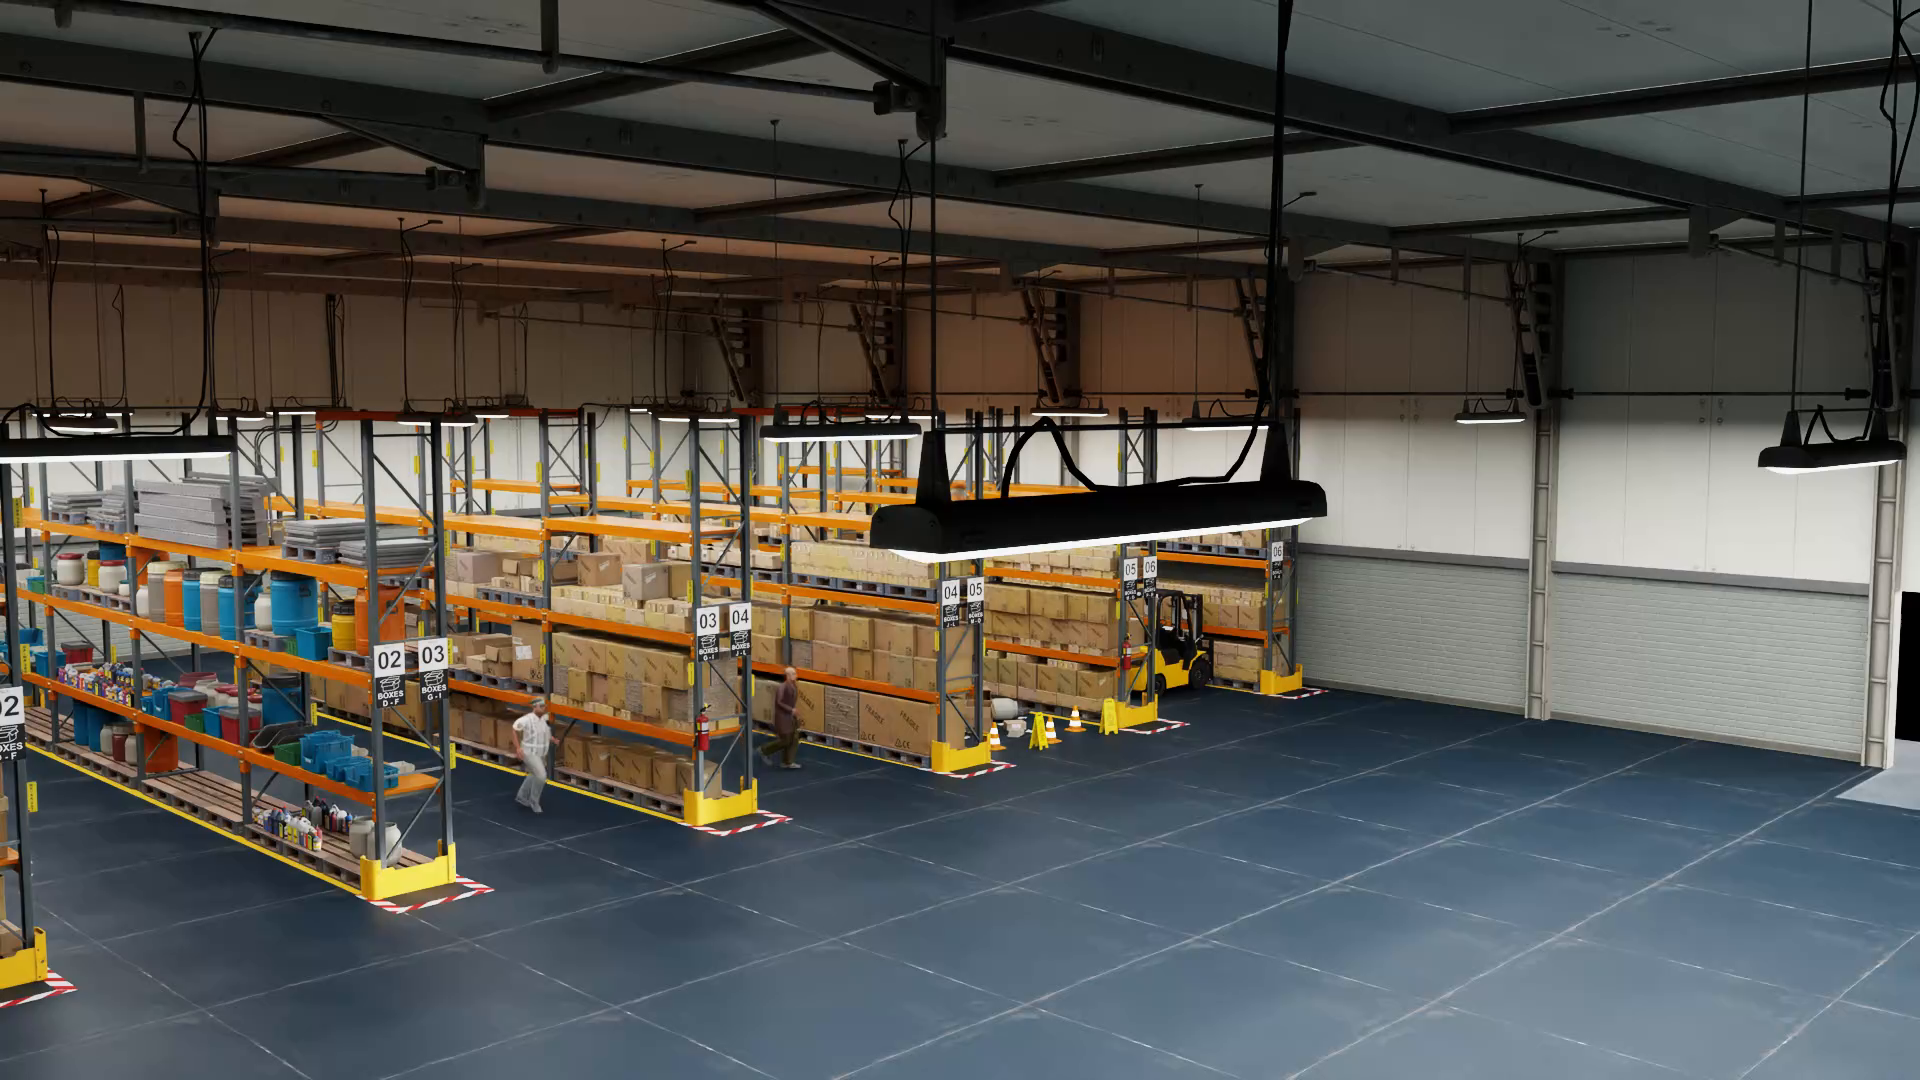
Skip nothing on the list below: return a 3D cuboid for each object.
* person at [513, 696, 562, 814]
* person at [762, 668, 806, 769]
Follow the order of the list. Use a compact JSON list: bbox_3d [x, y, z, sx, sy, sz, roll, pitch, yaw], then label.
[{"bbox_3d":[-6.405,3.252,25.169,0.880,1.827,0.602,3,6,27],"label":"person"},{"bbox_3d":[-2.957,3.002,28.014,0.754,1.723,0.708,2,5,19],"label":"person"}]
